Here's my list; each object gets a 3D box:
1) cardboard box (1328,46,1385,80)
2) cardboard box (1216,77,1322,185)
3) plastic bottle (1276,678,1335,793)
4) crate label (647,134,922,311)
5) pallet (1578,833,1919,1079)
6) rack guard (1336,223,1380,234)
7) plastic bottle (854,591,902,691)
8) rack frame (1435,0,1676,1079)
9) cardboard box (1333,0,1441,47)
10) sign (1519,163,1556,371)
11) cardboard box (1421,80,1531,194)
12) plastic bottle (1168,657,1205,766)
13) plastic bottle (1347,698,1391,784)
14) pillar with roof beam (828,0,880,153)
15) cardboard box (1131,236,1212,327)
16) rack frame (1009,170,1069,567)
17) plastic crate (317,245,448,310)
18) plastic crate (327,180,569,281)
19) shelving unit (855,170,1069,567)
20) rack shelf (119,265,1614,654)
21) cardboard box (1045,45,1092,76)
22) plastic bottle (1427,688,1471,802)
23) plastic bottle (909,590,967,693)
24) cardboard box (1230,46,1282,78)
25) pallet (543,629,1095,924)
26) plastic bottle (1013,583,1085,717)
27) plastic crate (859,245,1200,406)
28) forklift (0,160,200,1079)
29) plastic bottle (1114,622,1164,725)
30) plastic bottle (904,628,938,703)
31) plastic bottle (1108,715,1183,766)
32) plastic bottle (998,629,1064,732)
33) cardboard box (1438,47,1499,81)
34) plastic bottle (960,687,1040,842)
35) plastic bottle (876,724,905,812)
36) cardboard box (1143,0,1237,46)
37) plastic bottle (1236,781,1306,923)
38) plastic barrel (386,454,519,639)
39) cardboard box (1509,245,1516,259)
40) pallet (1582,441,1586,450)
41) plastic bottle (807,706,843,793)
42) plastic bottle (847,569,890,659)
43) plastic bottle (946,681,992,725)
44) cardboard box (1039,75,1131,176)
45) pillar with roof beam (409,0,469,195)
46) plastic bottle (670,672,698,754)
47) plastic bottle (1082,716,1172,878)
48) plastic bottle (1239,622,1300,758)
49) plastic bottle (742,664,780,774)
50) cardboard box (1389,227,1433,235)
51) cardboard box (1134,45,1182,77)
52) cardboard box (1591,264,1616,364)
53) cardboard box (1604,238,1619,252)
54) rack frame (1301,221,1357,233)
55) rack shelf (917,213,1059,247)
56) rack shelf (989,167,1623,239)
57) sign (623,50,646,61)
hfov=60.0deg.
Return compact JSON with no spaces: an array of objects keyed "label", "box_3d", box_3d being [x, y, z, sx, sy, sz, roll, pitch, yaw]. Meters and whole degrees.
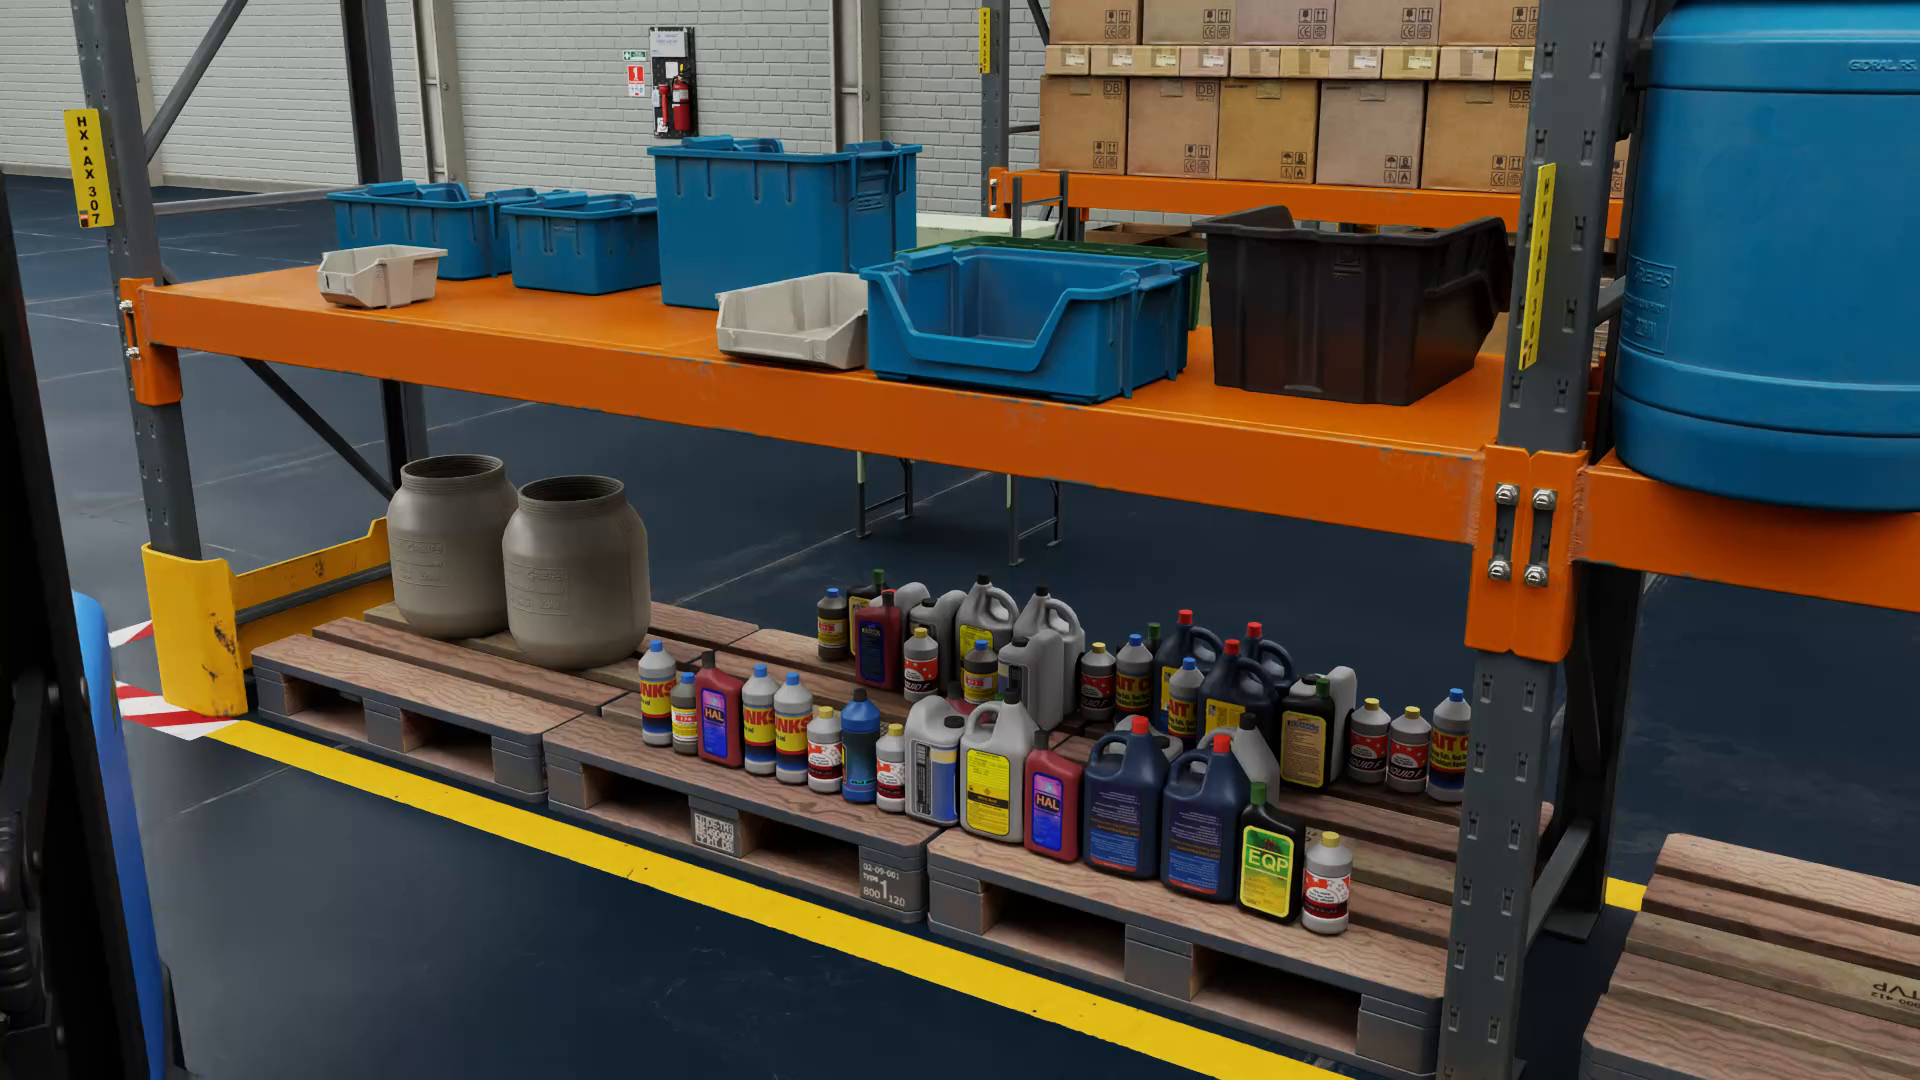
[{"label":"cardboard box","box_3d":[1.954,-2.291,7.976,0.250,0.149,0.380,10,20,31]},{"label":"cardboard box","box_3d":[1.685,-2.098,8.456,0.500,0.500,0.700,10,20,30]},{"label":"plastic bottle","box_3d":[0.849,0.471,4.088,0.133,0.283,0.061,10,20,30]},{"label":"crate label","box_3d":[-0.462,-0.858,4.484,0.616,0.435,0.502,10,20,30]},{"label":"pallet","box_3d":[1.926,0.998,3.231,1.213,0.211,1.003,10,20,30]},{"label":"rack guard","box_3d":[3.077,-2.300,13.593,0.348,0.500,1.175,10,20,30]},{"label":"plastic bottle","box_3d":[-0.233,0.277,4.723,0.133,0.283,0.061,10,20,30]},{"label":"rack frame","box_3d":[1.236,-0.446,3.187,0.127,3.000,1.000,10,20,30]},{"label":"cardboard box","box_3d":[2.167,-2.635,7.992,0.500,0.500,0.700,10,20,30]},{"label":"sign","box_3d":[0.939,-0.444,2.704,0.005,0.325,0.100,10,20,30]},{"label":"cardboard box","box_3d":[2.572,-1.942,7.940,0.500,0.500,0.700,10,20,31]},{"label":"plastic bottle","box_3d":[0.579,0.432,4.237,0.097,0.271,0.097,0,17,0]},{"label":"plastic bottle","box_3d":[1.021,0.495,4.149,0.097,0.201,0.097,0,17,0]},{"label":"pillar with roof beam","box_3d":[-3.304,-6.332,12.245,0.400,9.000,9.100,10,20,30]},{"label":"cardboard box","box_3d":[1.191,-1.312,8.758,0.500,0.500,0.500,10,20,30]},{"label":"rack frame","box_3d":[0.306,-0.663,6.483,0.023,1.500,0.400,10,20,30]},{"label":"plastic crate","box_3d":[-1.578,-0.712,4.518,0.250,0.136,0.298,10,20,30]},{"label":"plastic crate","box_3d":[-1.589,-0.981,5.205,0.616,0.251,0.499,10,20,30]},{"label":"shelving unit","box_3d":[-0.006,-0.719,6.667,0.755,1.500,0.431,10,20,30]},{"label":"rack shelf","box_3d":[-0.468,-0.406,4.293,4.000,0.370,1.077,10,20,30]},{"label":"cardboard box","box_3d":[0.645,-2.525,8.746,0.250,0.149,0.380,10,20,30]},{"label":"plastic bottle","box_3d":[1.194,0.492,4.037,0.097,0.271,0.097,0,17,0]},{"label":"plastic bottle","box_3d":[-0.059,0.276,4.742,0.135,0.276,0.152,10,19,29]},{"label":"cardboard box","box_3d":[1.526,-2.369,8.231,0.250,0.149,0.380,9,19,28]},{"label":"pallet","box_3d":[-0.358,0.591,4.573,1.213,0.211,1.003,10,20,30]},{"label":"plastic bottle","box_3d":[0.243,0.292,4.558,0.185,0.351,0.144,10,20,30]},{"label":"plastic crate","box_3d":[0.151,-0.476,3.542,0.616,0.251,0.499,10,20,30]},{"label":"forklift","box_3d":[-1.357,0.143,1.368,1.130,2.935,3.031,-8,19,-24]},{"label":"plastic bottle","box_3d":[0.486,0.354,4.472,0.133,0.283,0.061,11,20,32]},{"label":"plastic bottle","box_3d":[-0.108,0.345,4.642,0.097,0.201,0.097,0,17,0]},{"label":"plastic bottle","box_3d":[0.429,0.551,3.836,0.135,0.276,0.152,10,20,30]},{"label":"plastic bottle","box_3d":[0.187,0.369,4.436,0.135,0.276,0.152,10,20,30]},{"label":"cardboard box","box_3d":[2.407,-2.212,7.714,0.250,0.149,0.380,11,20,32]},{"label":"plastic bottle","box_3d":[0.098,0.506,3.854,0.185,0.351,0.144,10,20,30]},{"label":"plastic bottle","box_3d":[-0.153,0.541,3.997,0.097,0.201,0.097,0,17,0]},{"label":"cardboard box","box_3d":[1.311,-2.788,8.494,0.500,0.500,0.700,10,19,29]},{"label":"plastic bottle","box_3d":[0.654,0.652,3.490,0.133,0.283,0.061,11,20,33]},{"label":"plastic barrel","box_3d":[-1.571,0.017,5.224,0.421,0.512,0.421,0,17,0]},{"label":"cardboard box","box_3d":[2.748,-1.216,8.442,0.500,0.500,0.500,10,20,30]},{"label":"pallet","box_3d":[3.176,-0.469,8.062,1.213,0.211,1.003,10,20,30]},{"label":"plastic bottle","box_3d":[-0.329,0.510,4.100,0.097,0.201,0.097,0,17,0]},{"label":"plastic bottle","box_3d":[-0.269,0.219,4.915,0.133,0.283,0.061,11,20,31]},{"label":"plastic bottle","box_3d":[0.017,0.487,4.035,0.133,0.283,0.061,10,20,30]},{"label":"cardboard box","box_3d":[0.814,-2.254,8.968,0.500,0.500,0.700,10,20,30]},{"label":"pillar with roof beam","box_3d":[-8.417,-7.245,15.250,0.400,9.000,9.100,10,20,30]},{"label":"plastic bottle","box_3d":[-0.702,0.443,4.319,0.097,0.201,0.097,0,17,0]},{"label":"plastic bottle","box_3d":[0.373,0.556,3.692,0.185,0.351,0.144,9,19,27]},{"label":"plastic bottle","box_3d":[0.766,0.386,4.251,0.185,0.351,0.144,11,20,32]},{"label":"plastic bottle","box_3d":[-0.498,0.446,4.189,0.097,0.271,0.097,0,17,0]},{"label":"cardboard box","box_3d":[3.555,-2.304,13.175,0.500,0.311,0.500,8,19,24]},{"label":"cardboard box","box_3d":[1.083,-2.448,8.490,0.250,0.149,0.380,10,20,30]},{"label":"cardboard box","box_3d":[2.902,-1.011,7.768,0.500,0.500,0.500,10,20,30]},{"label":"cardboard box","box_3d":[4.640,-2.184,12.454,0.500,0.500,0.700,9,19,27]},{"label":"rack frame","box_3d":[3.013,-3.508,13.268,0.127,3.000,1.000,10,20,30]},{"label":"rack shelf","box_3d":[-0.006,-1.092,6.553,0.720,0.370,0.431,10,20,30]},{"label":"rack shelf","box_3d":[2.128,-1.632,8.330,4.000,0.370,1.077,10,20,30]},{"label":"sign","box_3d":[-3.555,-5.291,18.165,0.331,0.109,0.001,10,20,30]}]
